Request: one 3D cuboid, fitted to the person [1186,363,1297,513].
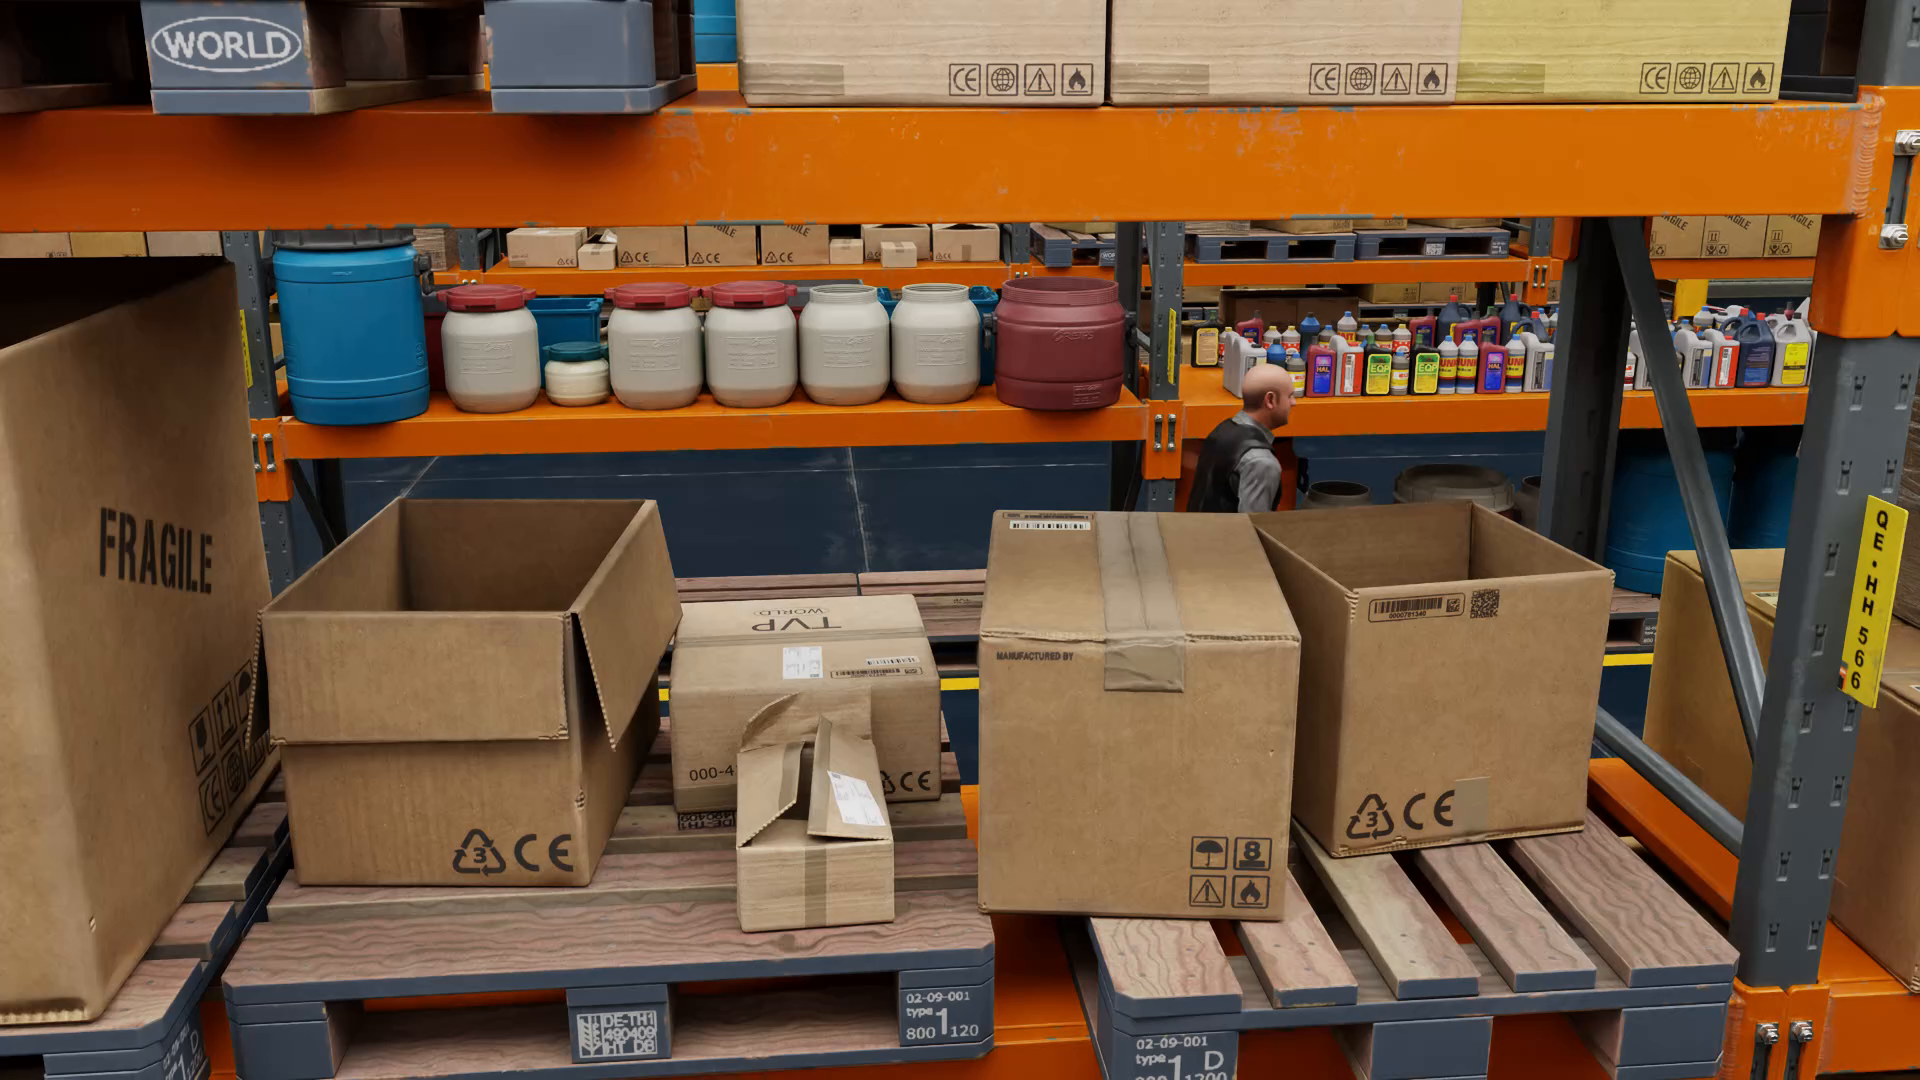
[{"bbox_3d":[1.090,0.162,6.536,0.414,1.721,0.580,-2,17,-6],"label":"person"}]
